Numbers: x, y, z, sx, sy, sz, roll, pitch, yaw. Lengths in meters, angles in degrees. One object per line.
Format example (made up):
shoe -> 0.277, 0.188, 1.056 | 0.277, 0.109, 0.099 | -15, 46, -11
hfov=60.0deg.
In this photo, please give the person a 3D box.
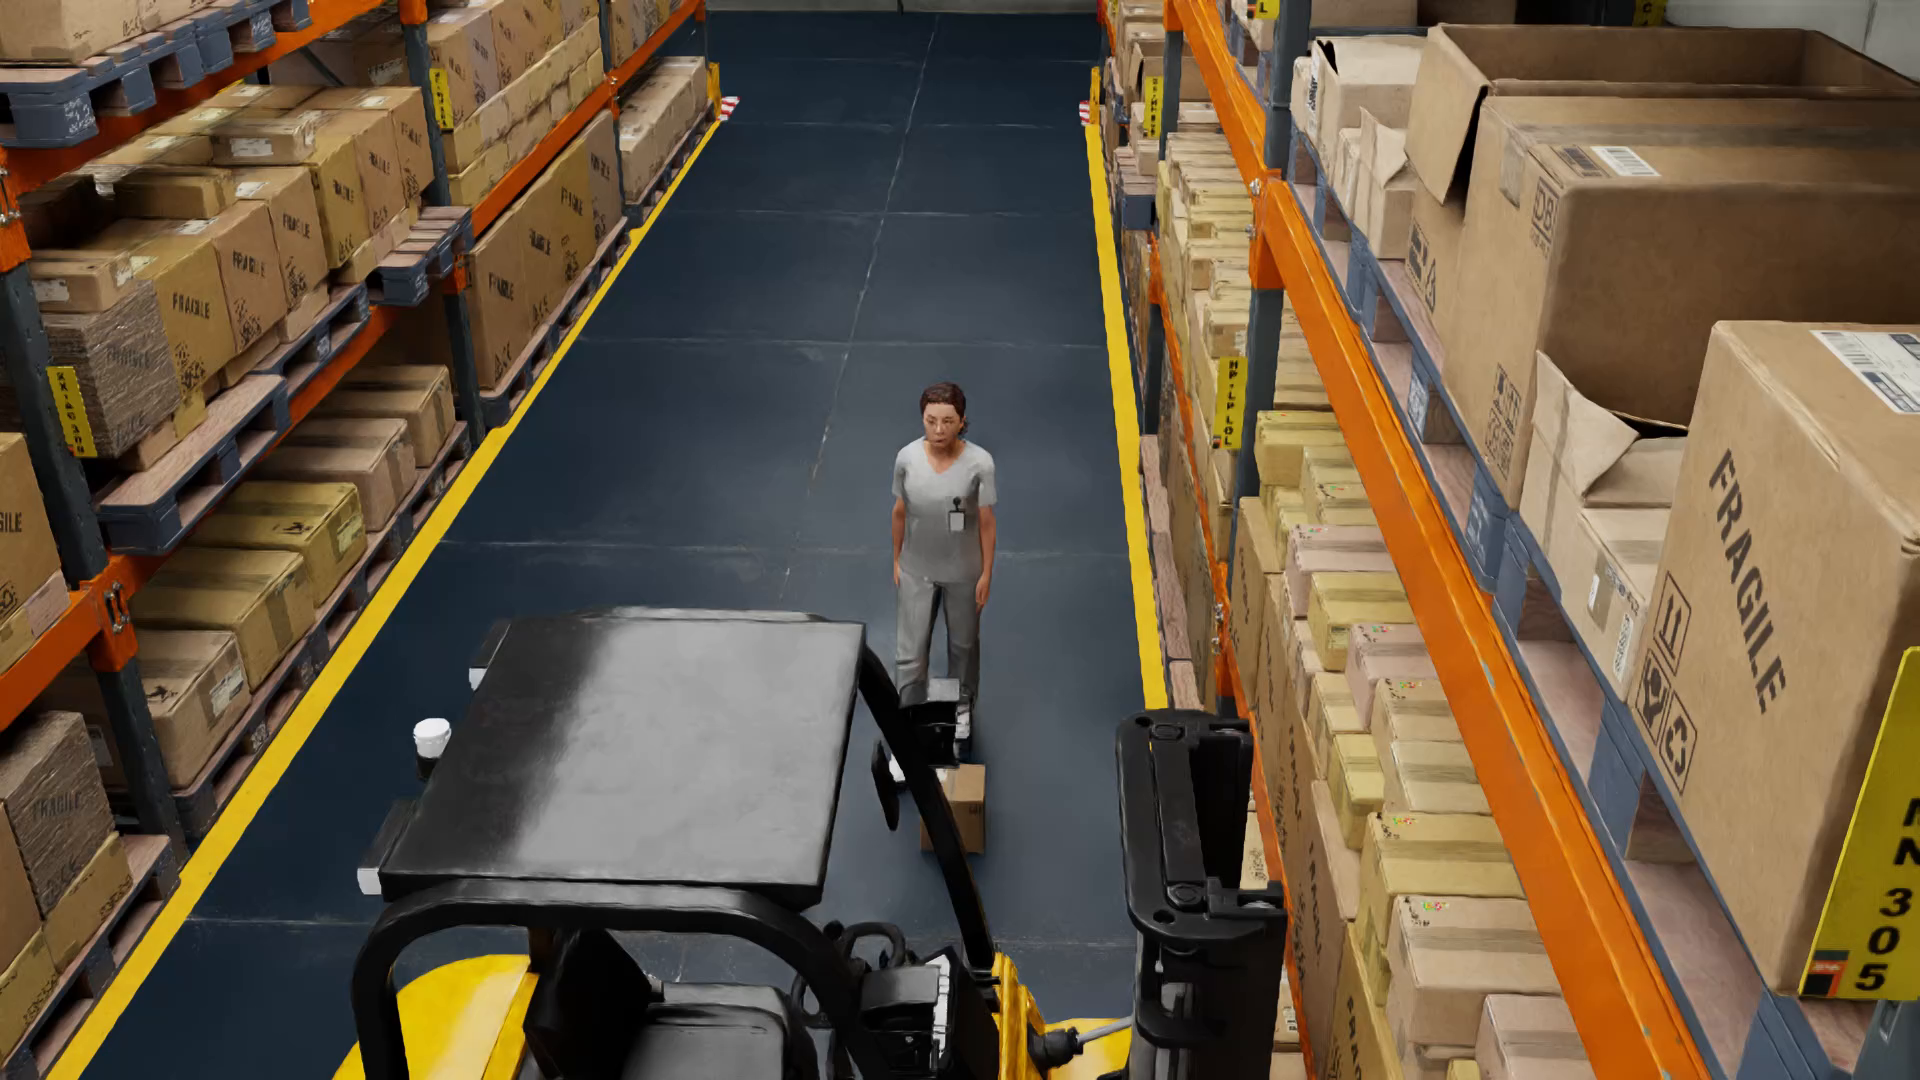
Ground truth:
person -> -0.078, 0.186, 6.810 | 0.440, 1.616, 0.682 | 3, 28, 5
